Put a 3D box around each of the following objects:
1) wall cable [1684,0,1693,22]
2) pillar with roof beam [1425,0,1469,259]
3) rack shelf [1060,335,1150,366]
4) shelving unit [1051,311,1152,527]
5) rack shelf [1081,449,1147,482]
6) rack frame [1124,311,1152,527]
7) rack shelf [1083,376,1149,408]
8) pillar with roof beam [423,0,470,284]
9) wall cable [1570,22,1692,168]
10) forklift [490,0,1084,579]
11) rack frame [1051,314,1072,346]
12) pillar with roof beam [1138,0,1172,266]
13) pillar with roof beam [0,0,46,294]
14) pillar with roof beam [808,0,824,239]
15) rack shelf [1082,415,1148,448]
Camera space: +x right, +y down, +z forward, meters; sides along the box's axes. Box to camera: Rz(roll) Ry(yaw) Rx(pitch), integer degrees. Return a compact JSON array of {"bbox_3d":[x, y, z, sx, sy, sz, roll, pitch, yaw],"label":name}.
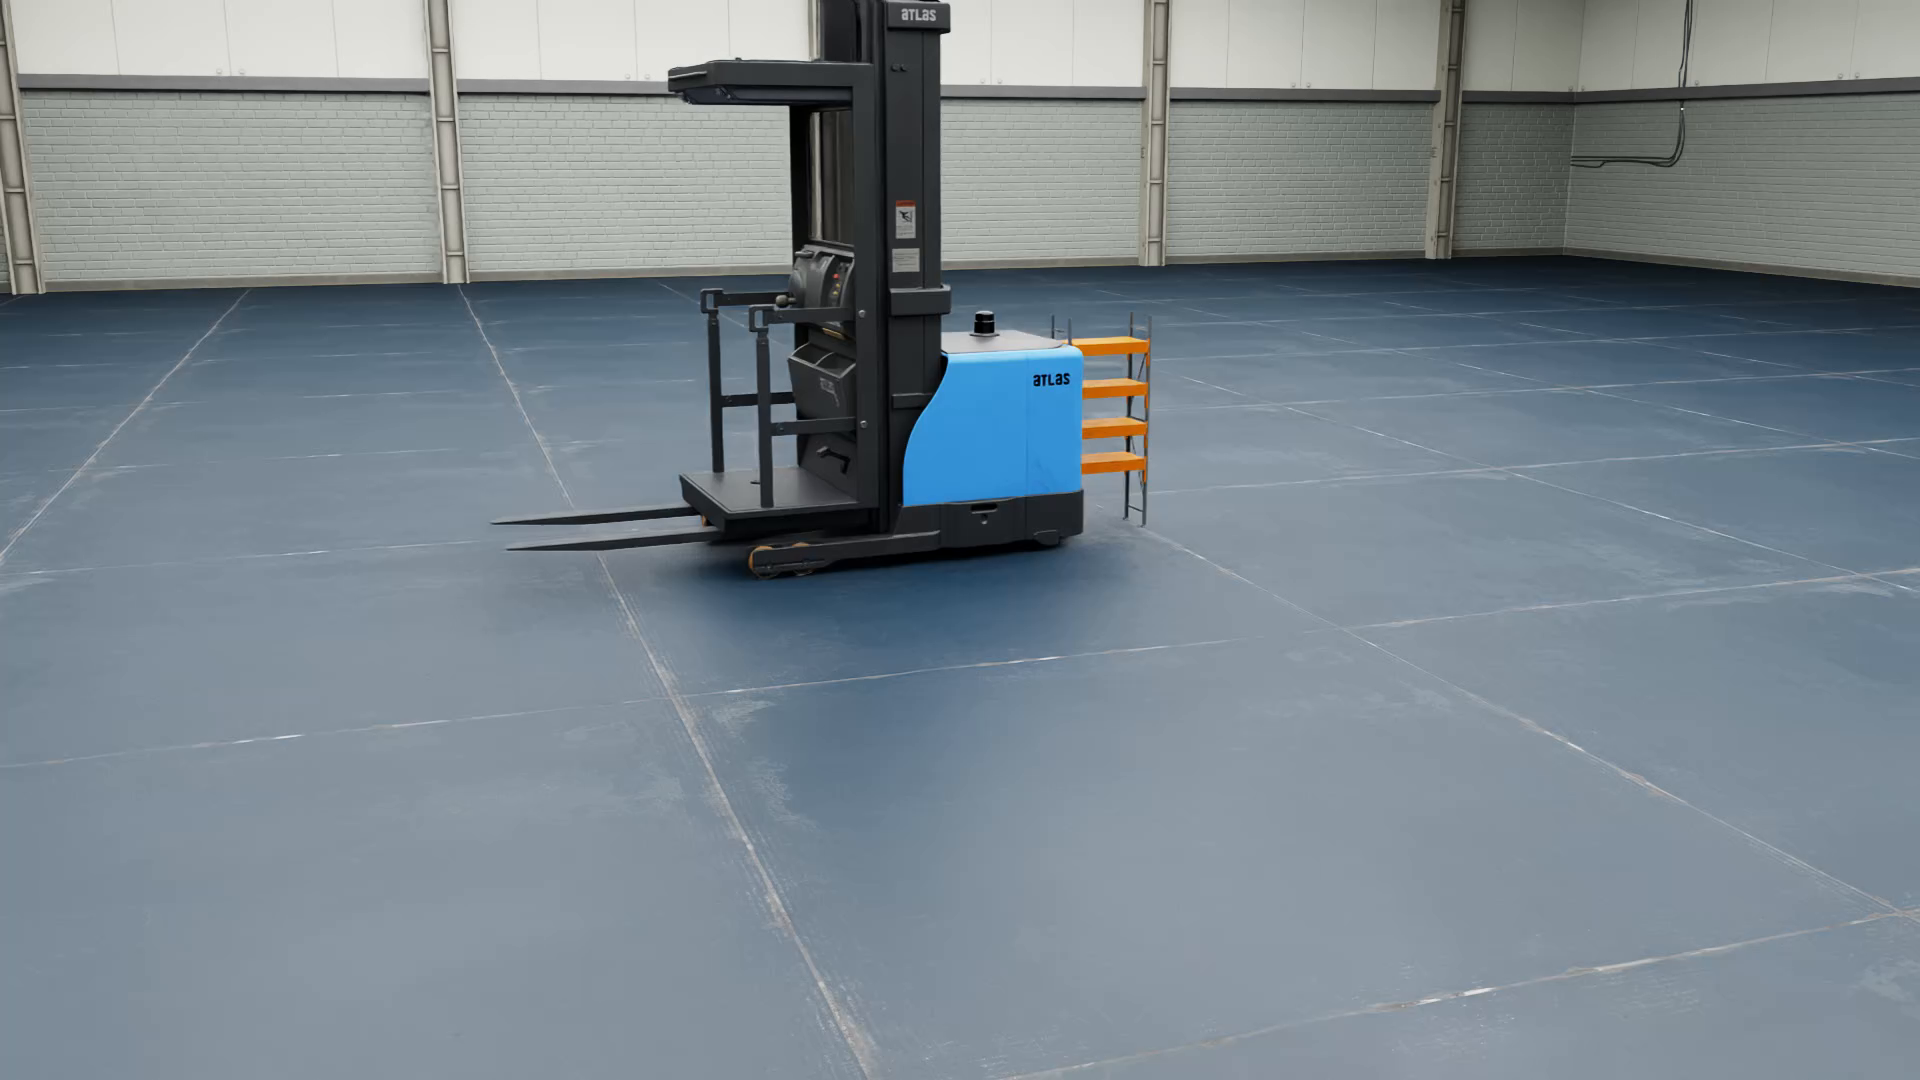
[{"bbox_3d":[13.206,-10.043,27.713,0.112,2.526,3.097,-4,14,-18],"label":"wall cable"},{"bbox_3d":[10.502,-8.818,26.768,0.400,9.000,9.100,-4,14,-18],"label":"pillar with roof beam"},{"bbox_3d":[0.782,-1.044,9.241,0.480,0.148,0.258,-5,14,-21],"label":"rack shelf"},{"bbox_3d":[0.782,-0.662,9.332,0.503,1.200,0.258,-5,14,-21],"label":"shelving unit"},{"bbox_3d":[0.782,-0.403,9.393,0.480,0.148,0.258,-5,14,-21],"label":"rack shelf"},{"bbox_3d":[1.008,-0.683,9.421,0.015,1.200,0.240,-5,14,-21],"label":"rack frame"},{"bbox_3d":[0.782,-0.814,9.296,0.480,0.148,0.258,-5,14,-21],"label":"rack shelf"},{"bbox_3d":[-6.558,-7.490,21.183,0.400,9.000,9.100,-4,14,-18],"label":"pillar with roof beam"},{"bbox_3d":[12.343,-8.179,30.792,0.112,2.526,3.097,-4,14,-18],"label":"wall cable"},{"bbox_3d":[-0.901,-1.368,8.562,3.031,2.935,1.130,-5,14,-21],"label":"forklift"},{"bbox_3d":[0.556,-0.640,9.243,0.015,1.200,0.240,-5,14,-21],"label":"rack frame"},{"bbox_3d":[4.815,-8.375,24.907,0.400,9.000,9.100,-4,14,-18],"label":"pillar with roof beam"},{"bbox_3d":[-12.245,-7.047,19.322,0.400,9.000,9.100,-4,14,-18],"label":"pillar with roof beam"},{"bbox_3d":[-0.871,-7.932,23.045,0.400,9.000,9.100,-4,14,-18],"label":"pillar with roof beam"},{"bbox_3d":[0.782,-0.596,9.347,0.480,0.148,0.258,-5,14,-21],"label":"rack shelf"}]
